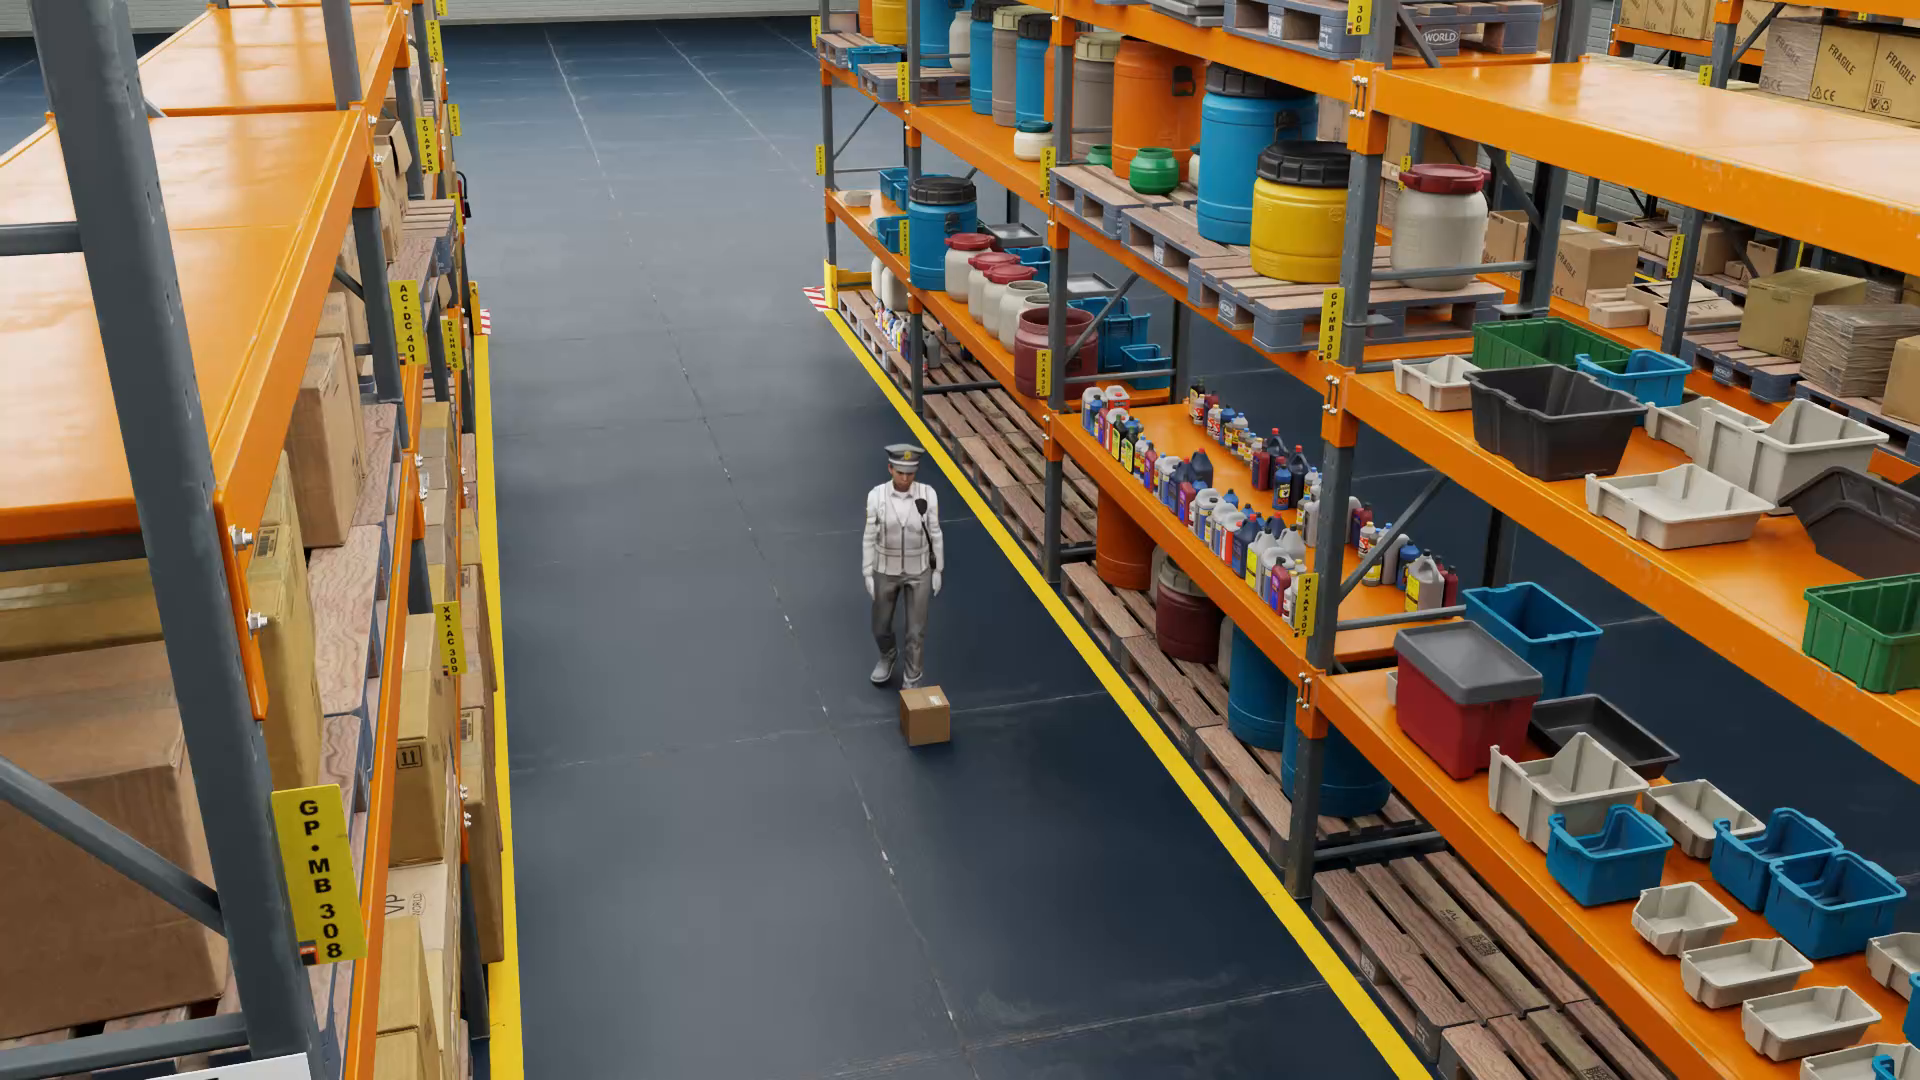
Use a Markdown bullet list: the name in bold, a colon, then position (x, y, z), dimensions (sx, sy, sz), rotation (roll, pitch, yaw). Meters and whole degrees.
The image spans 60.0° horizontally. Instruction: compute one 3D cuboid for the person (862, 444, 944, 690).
- **person**: position (-0.349, 0.185, 10.154), dimensions (0.500, 1.668, 0.597), rotation (-1, 23, -2)
